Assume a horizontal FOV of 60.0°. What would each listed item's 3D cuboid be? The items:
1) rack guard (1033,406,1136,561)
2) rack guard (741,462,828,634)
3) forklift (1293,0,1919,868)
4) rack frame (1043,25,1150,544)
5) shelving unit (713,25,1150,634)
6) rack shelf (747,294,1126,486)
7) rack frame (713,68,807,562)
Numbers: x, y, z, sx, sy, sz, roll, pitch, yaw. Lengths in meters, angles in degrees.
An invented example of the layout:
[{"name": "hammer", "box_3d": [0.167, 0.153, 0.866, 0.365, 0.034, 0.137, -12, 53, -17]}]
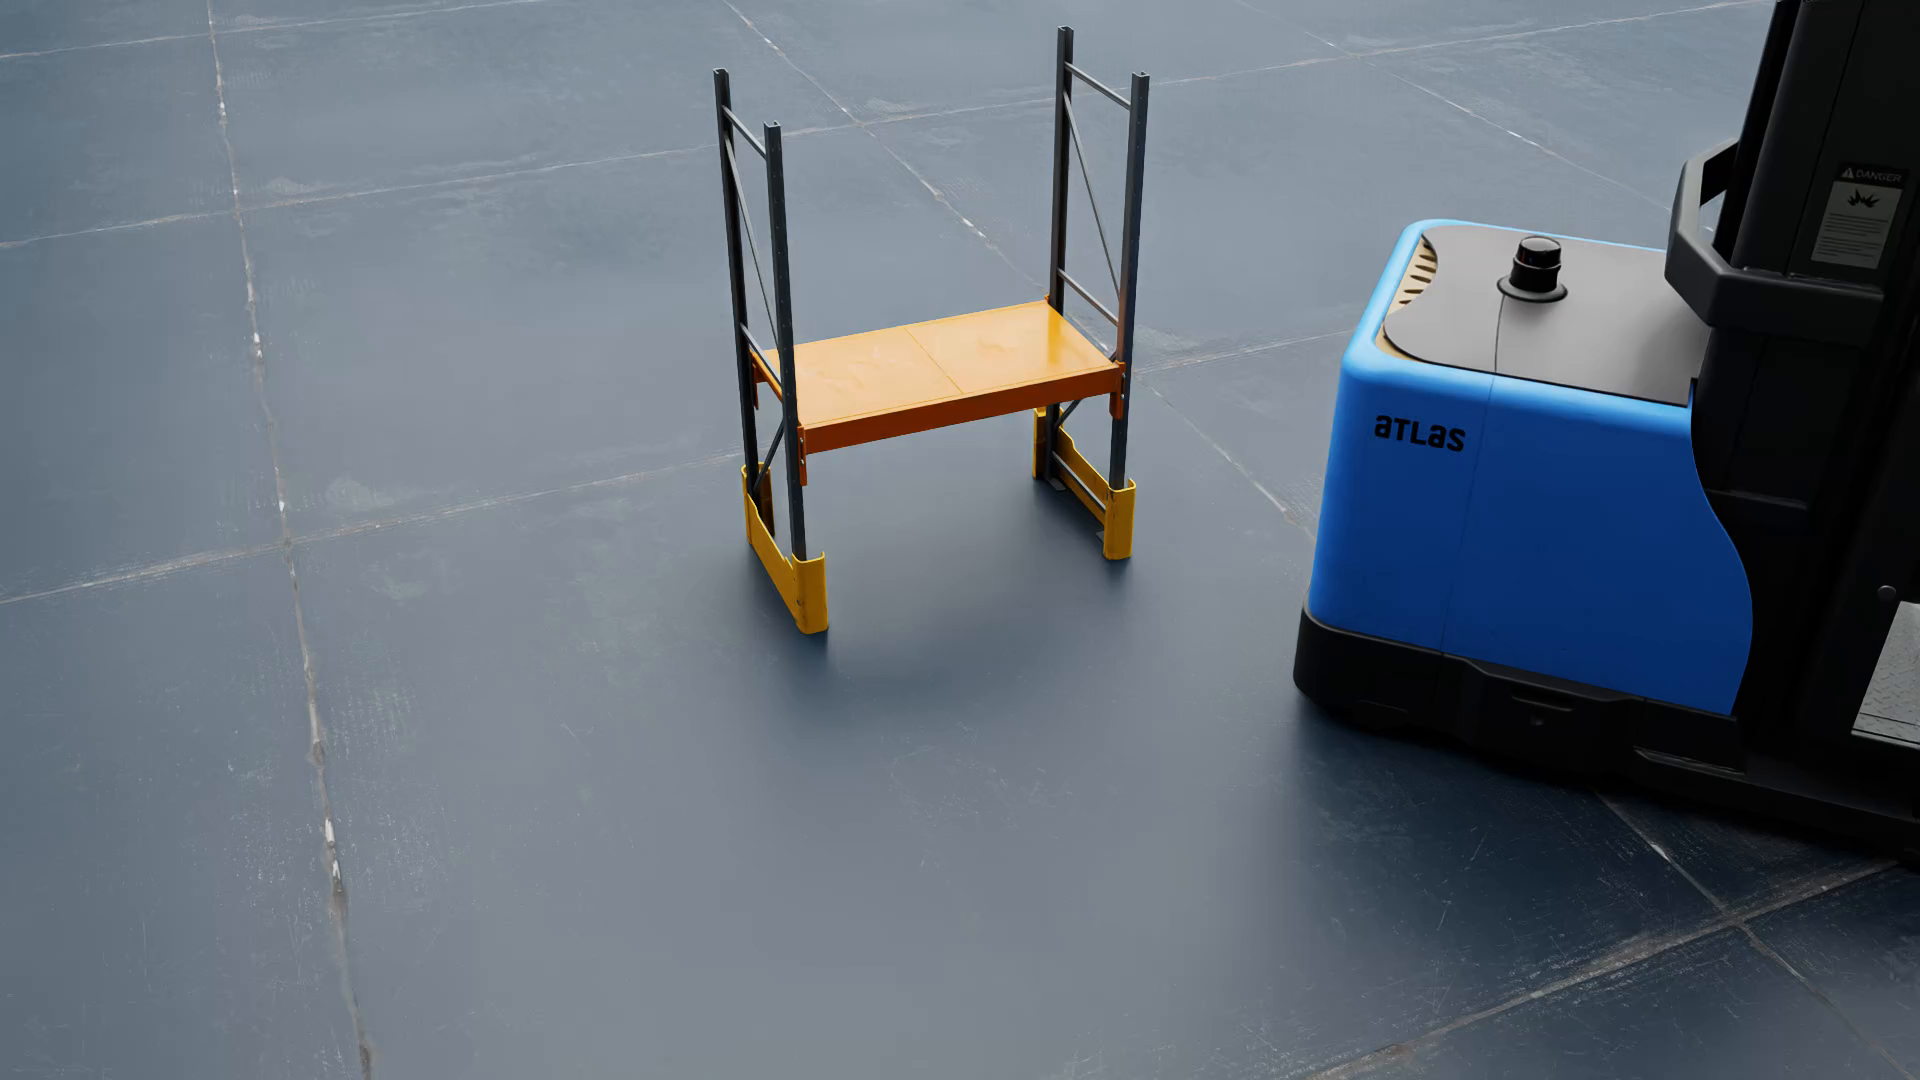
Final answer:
[{"name": "rack guard", "box_3d": [0.389, -0.194, 5.319, 0.087, 0.250, 0.587, -13, 35, -19]}, {"name": "rack guard", "box_3d": [-0.529, 0.016, 4.996, 0.087, 0.250, 0.587, -13, 35, -19]}, {"name": "forklift", "box_3d": [2.476, -0.705, 3.646, 3.031, 2.935, 1.130, 13, 35, 18]}, {"name": "rack frame", "box_3d": [0.390, -0.718, 4.978, 0.032, 1.500, 0.500, -13, 35, -19]}, {"name": "shelving unit", "box_3d": [-0.070, -0.613, 4.816, 1.083, 1.500, 0.587, -13, 35, -19]}, {"name": "rack shelf", "box_3d": [-0.079, -0.460, 4.911, 1.000, 0.185, 0.538, -13, 35, -19]}, {"name": "rack frame", "box_3d": [-0.547, -0.503, 4.648, 0.032, 1.500, 0.500, -13, 35, -19]}]
